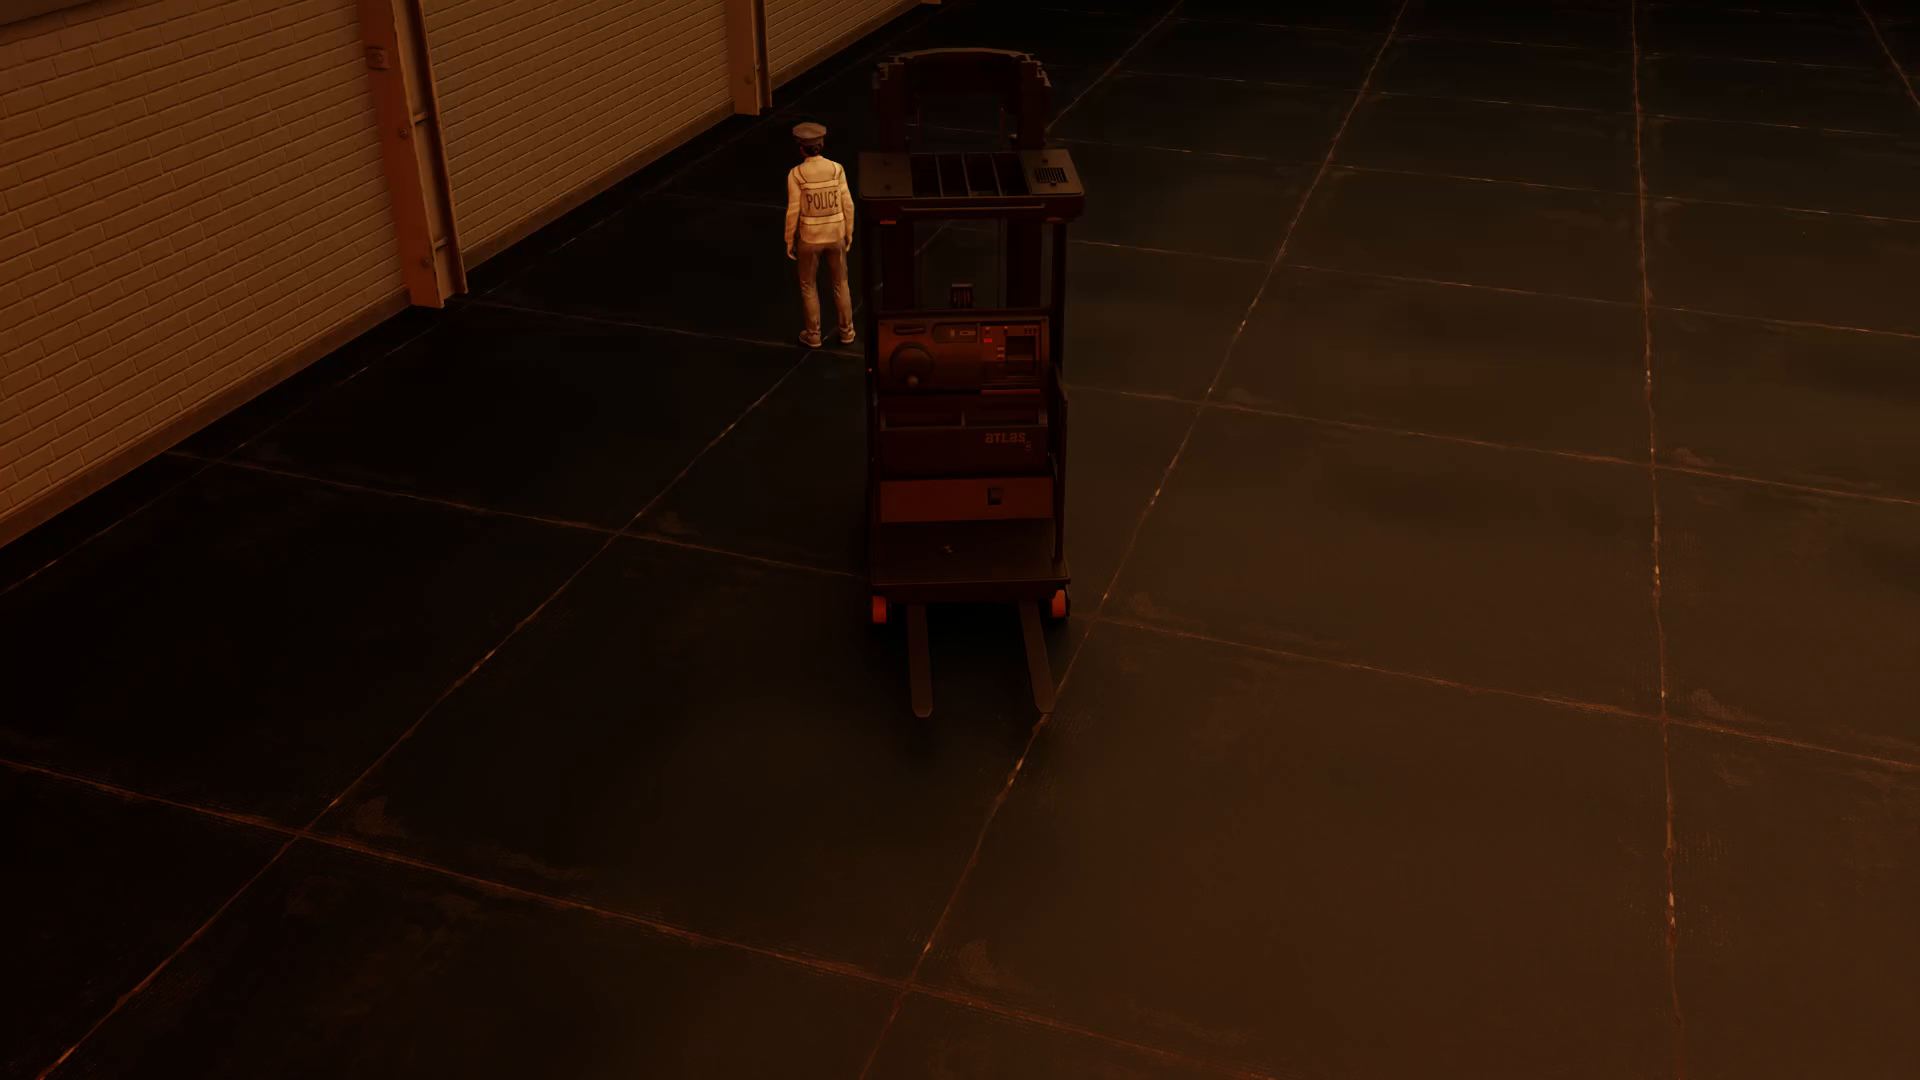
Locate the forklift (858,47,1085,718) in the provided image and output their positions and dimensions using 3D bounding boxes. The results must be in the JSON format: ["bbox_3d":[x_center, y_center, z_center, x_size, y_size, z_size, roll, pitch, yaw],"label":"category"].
[{"bbox_3d":[0.035,-0.972,8.842,1.130,2.935,3.031,-2,30,-3],"label":"forklift"}]

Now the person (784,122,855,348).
[{"bbox_3d":[-1.041,-2.237,12.344,0.542,1.662,0.375,-11,31,-18],"label":"person"}]
